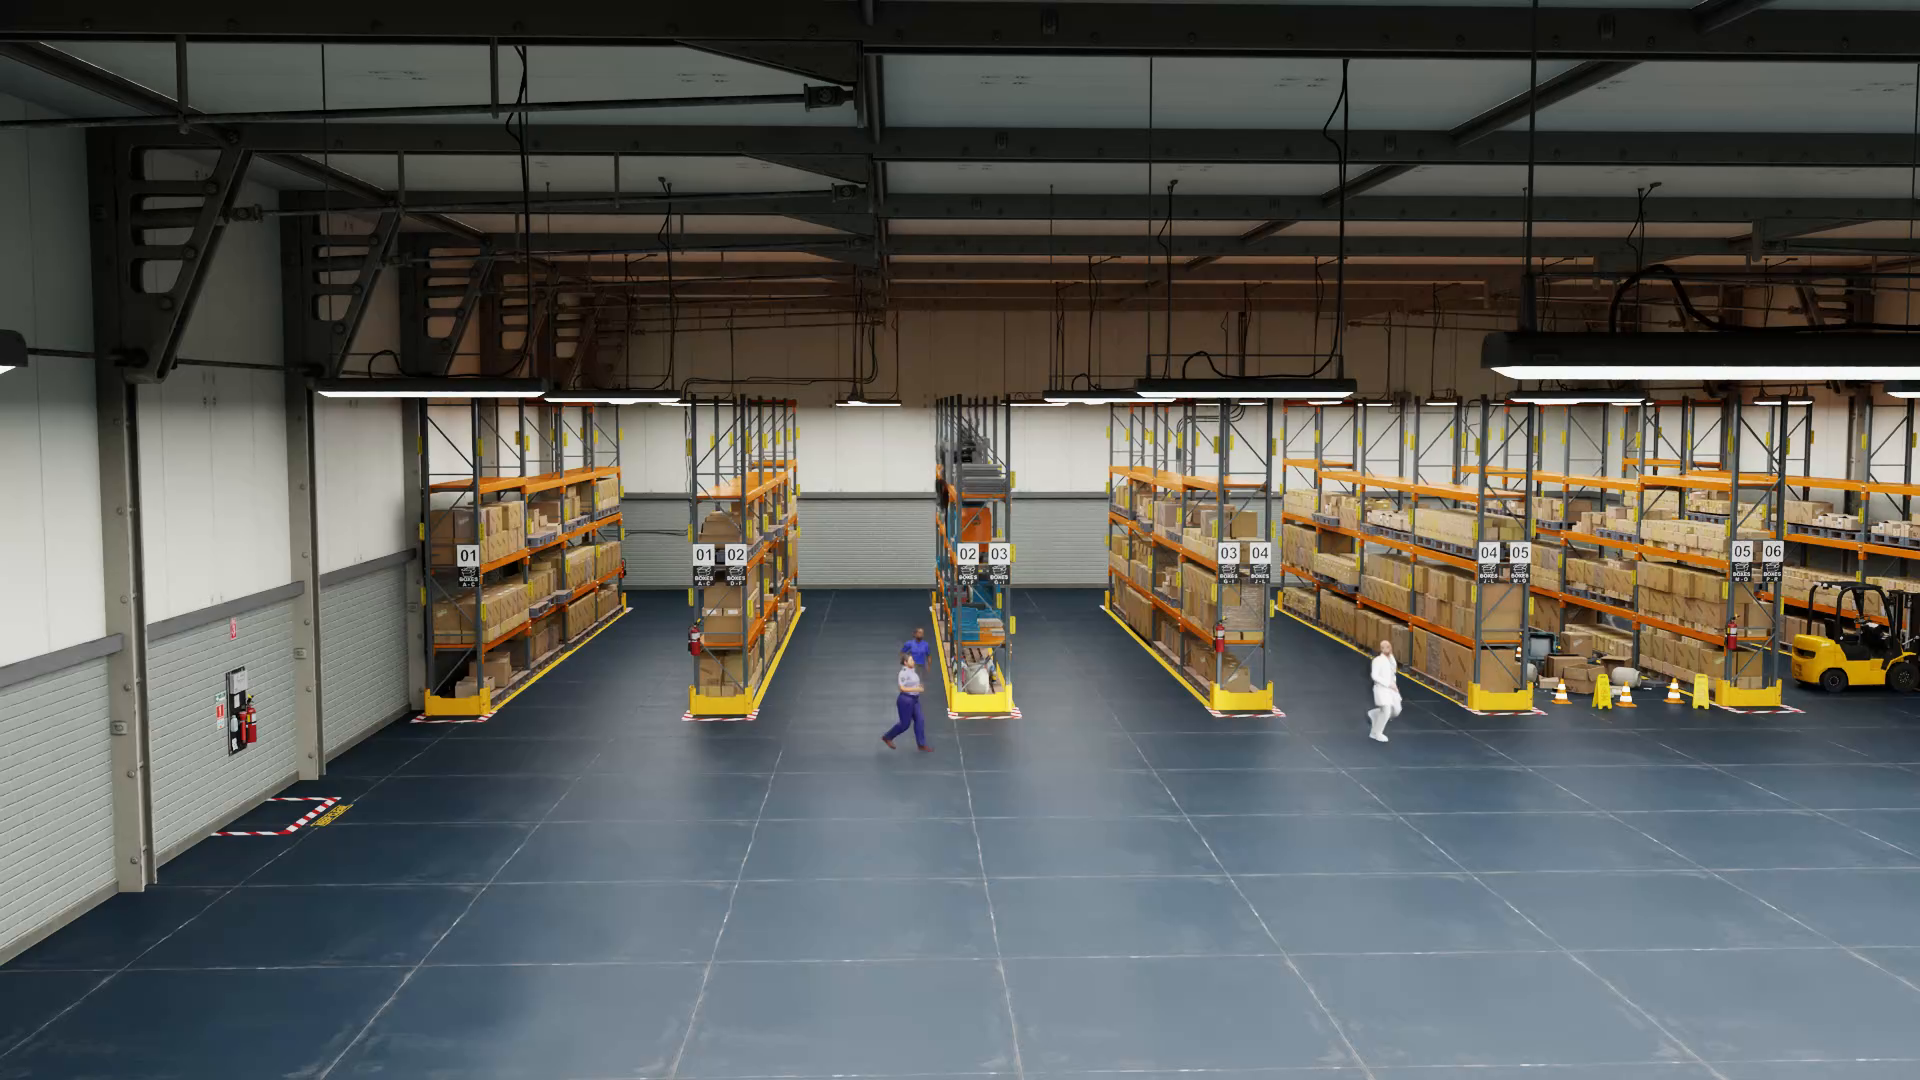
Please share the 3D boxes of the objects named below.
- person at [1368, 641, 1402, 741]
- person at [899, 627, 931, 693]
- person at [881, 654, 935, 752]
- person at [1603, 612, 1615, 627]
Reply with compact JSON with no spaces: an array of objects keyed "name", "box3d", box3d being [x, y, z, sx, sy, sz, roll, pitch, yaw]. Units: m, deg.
[{"name":"person","box3d":[7.356,2.601,28.770,0.735,1.743,0.701,-4,6,-41]},{"name":"person","box3d":[-0.844,2.458,31.425,0.625,1.623,0.613,-2,5,-21]},{"name":"person","box3d":[-0.861,2.702,27.648,0.894,1.634,0.612,2,5,19]},{"name":"person","box3d":[16.550,1.462,42.458,0.676,1.790,0.965,0,5,-6]}]
